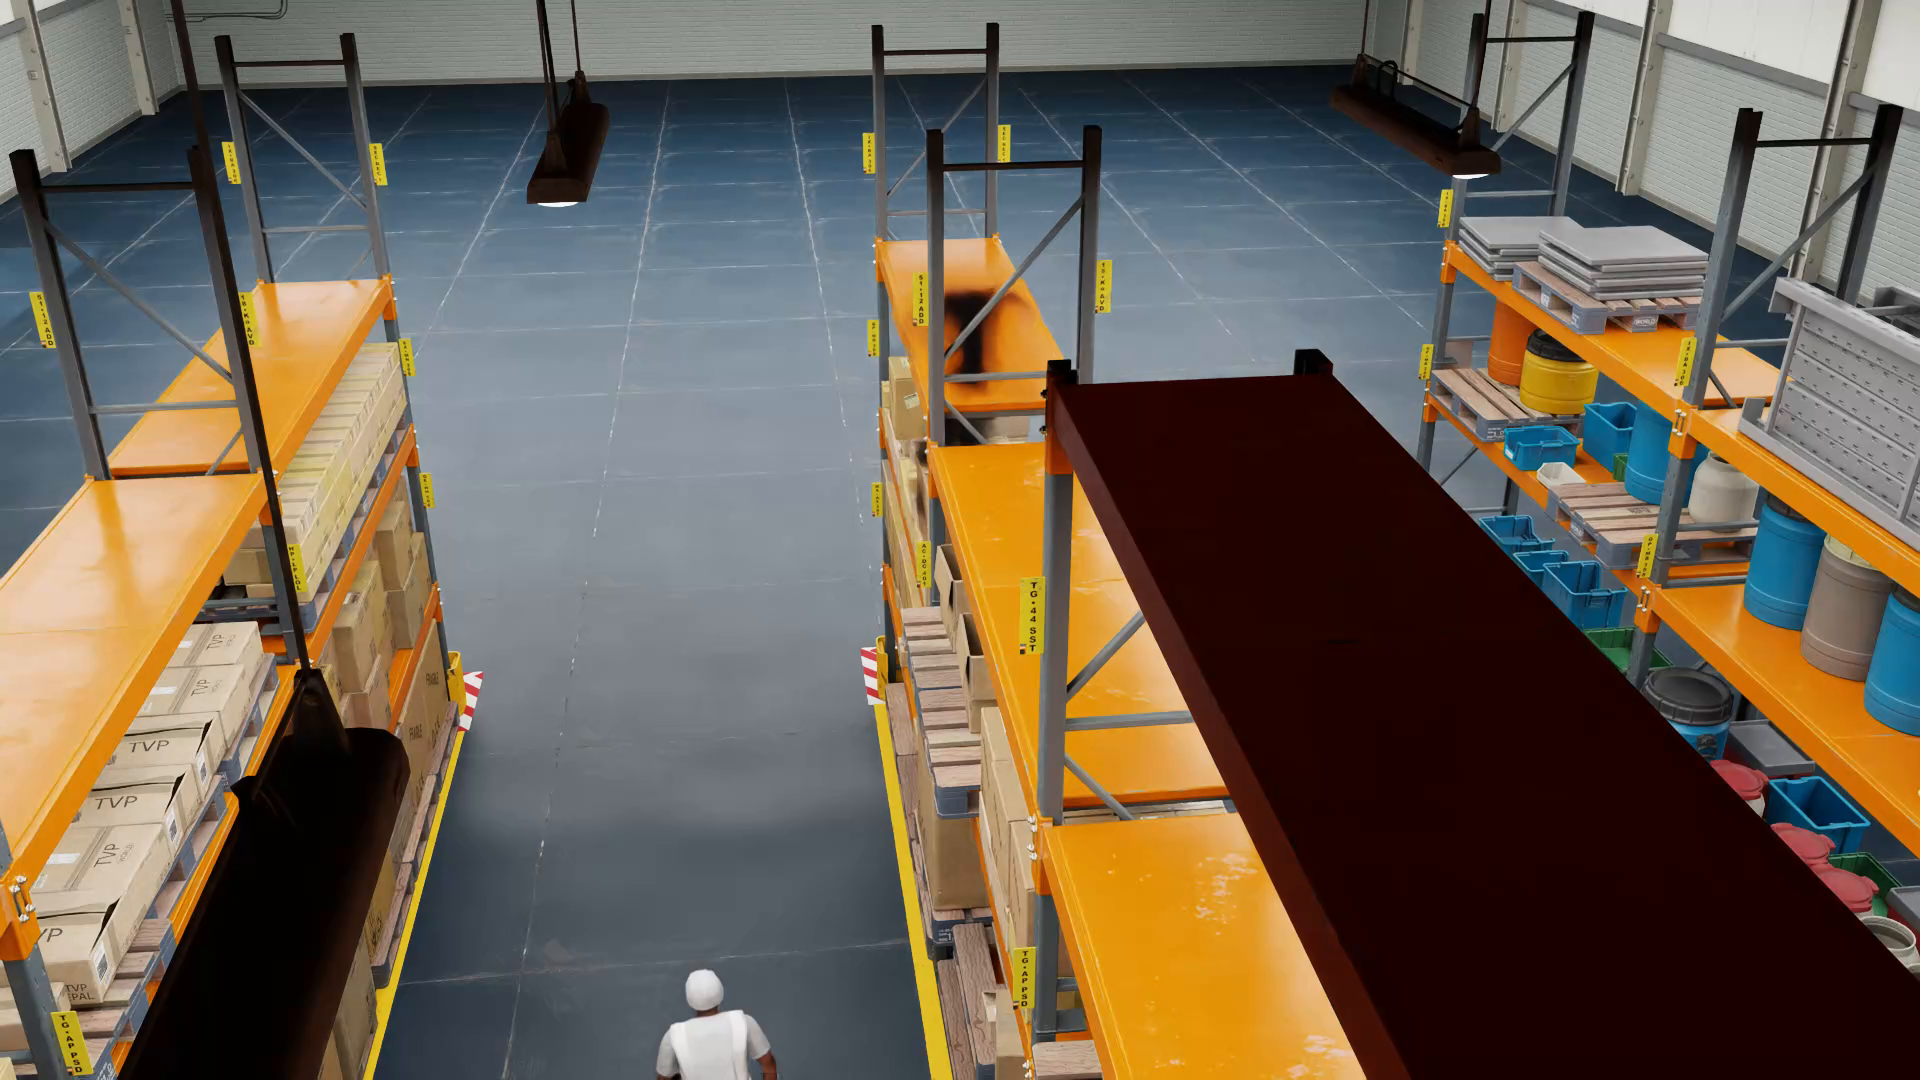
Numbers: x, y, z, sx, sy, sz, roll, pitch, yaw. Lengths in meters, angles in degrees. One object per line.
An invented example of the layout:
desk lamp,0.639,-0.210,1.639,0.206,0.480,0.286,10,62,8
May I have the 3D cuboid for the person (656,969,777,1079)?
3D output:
person,-1.398,3.294,9.616,0.656,1.705,0.719,-10,27,-21
